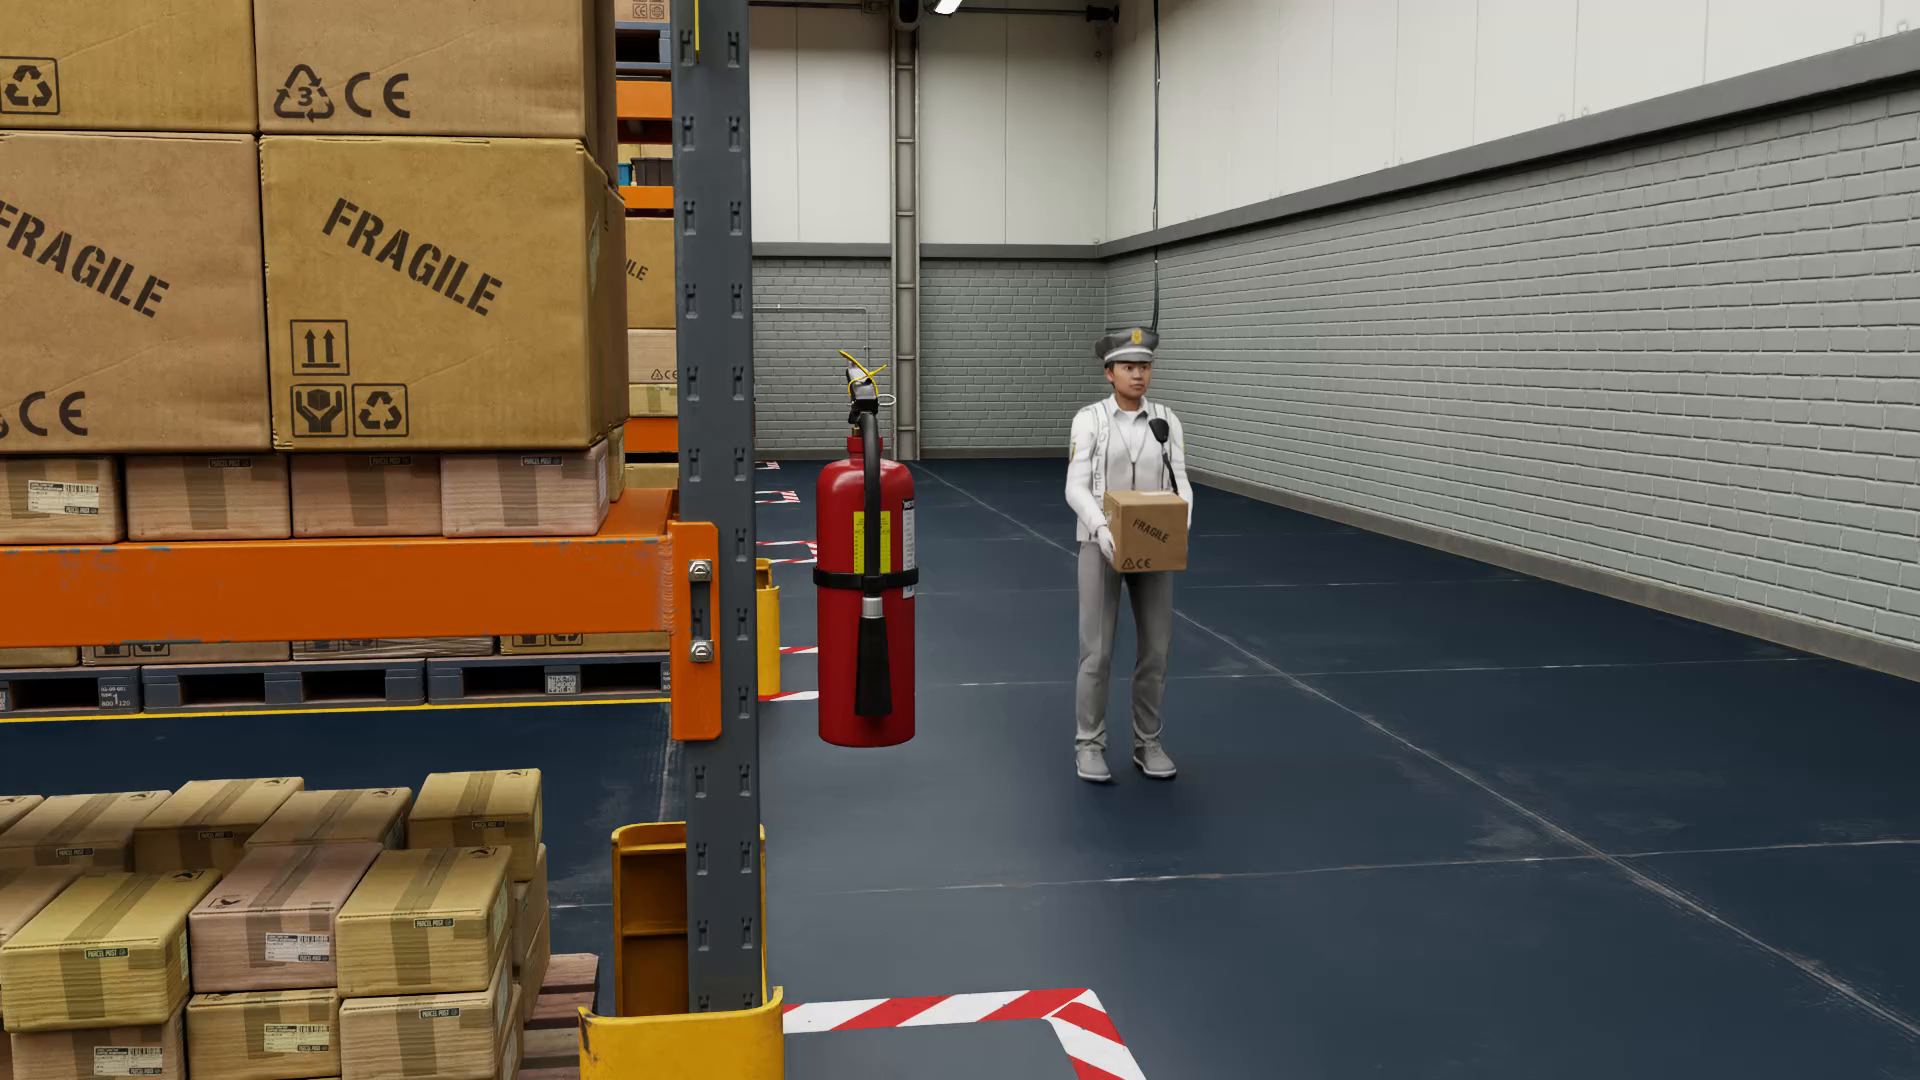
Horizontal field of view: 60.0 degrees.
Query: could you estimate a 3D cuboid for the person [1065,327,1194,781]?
[{"bbox_3d":[0.644,0.053,6.237,0.486,1.692,0.504,-1,7,-9],"label":"person"}]
